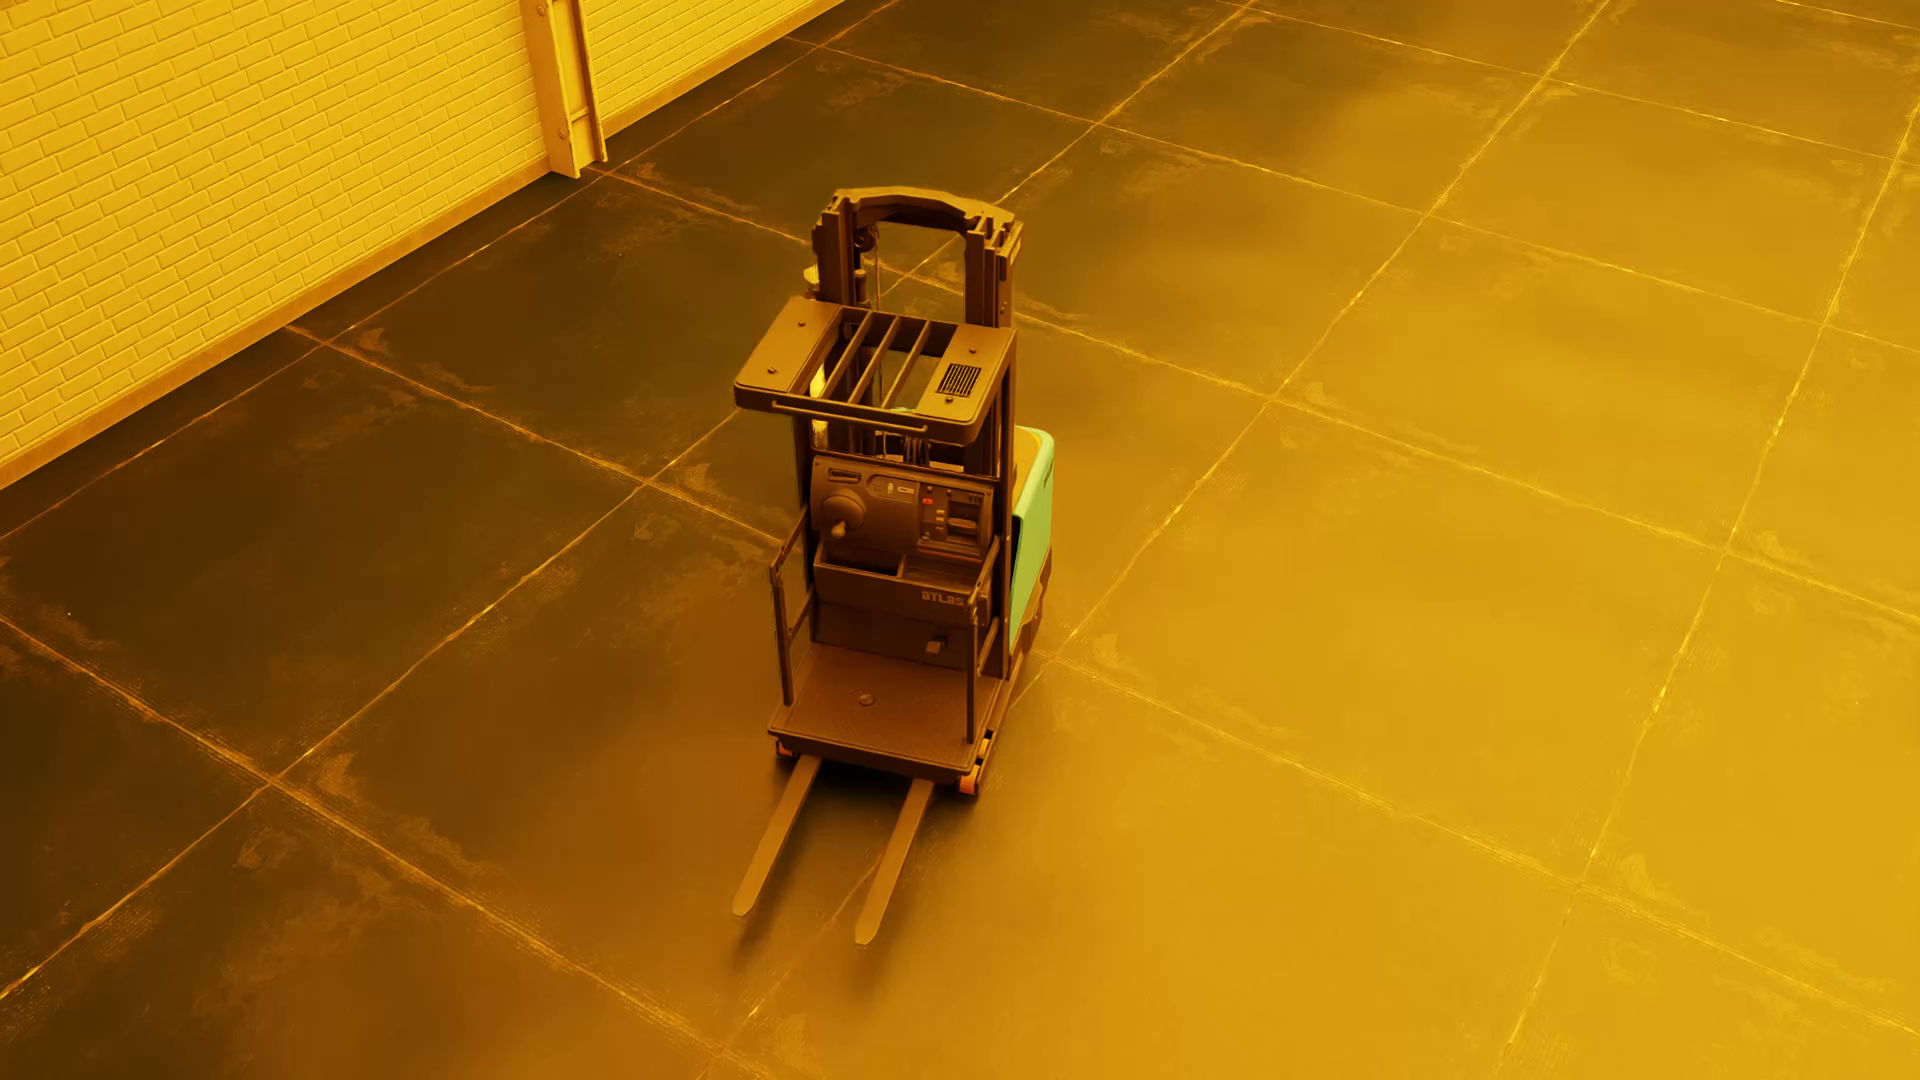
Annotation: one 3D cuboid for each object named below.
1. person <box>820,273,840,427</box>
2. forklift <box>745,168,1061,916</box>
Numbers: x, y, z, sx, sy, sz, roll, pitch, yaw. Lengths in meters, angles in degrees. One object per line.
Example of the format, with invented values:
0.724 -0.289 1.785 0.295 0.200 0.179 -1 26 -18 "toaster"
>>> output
-0.573 -0.906 10.075 0.632 1.610 0.886 7 41 8 "person"
-0.299 -0.184 8.184 1.130 2.935 3.031 10 41 12 "forklift"
